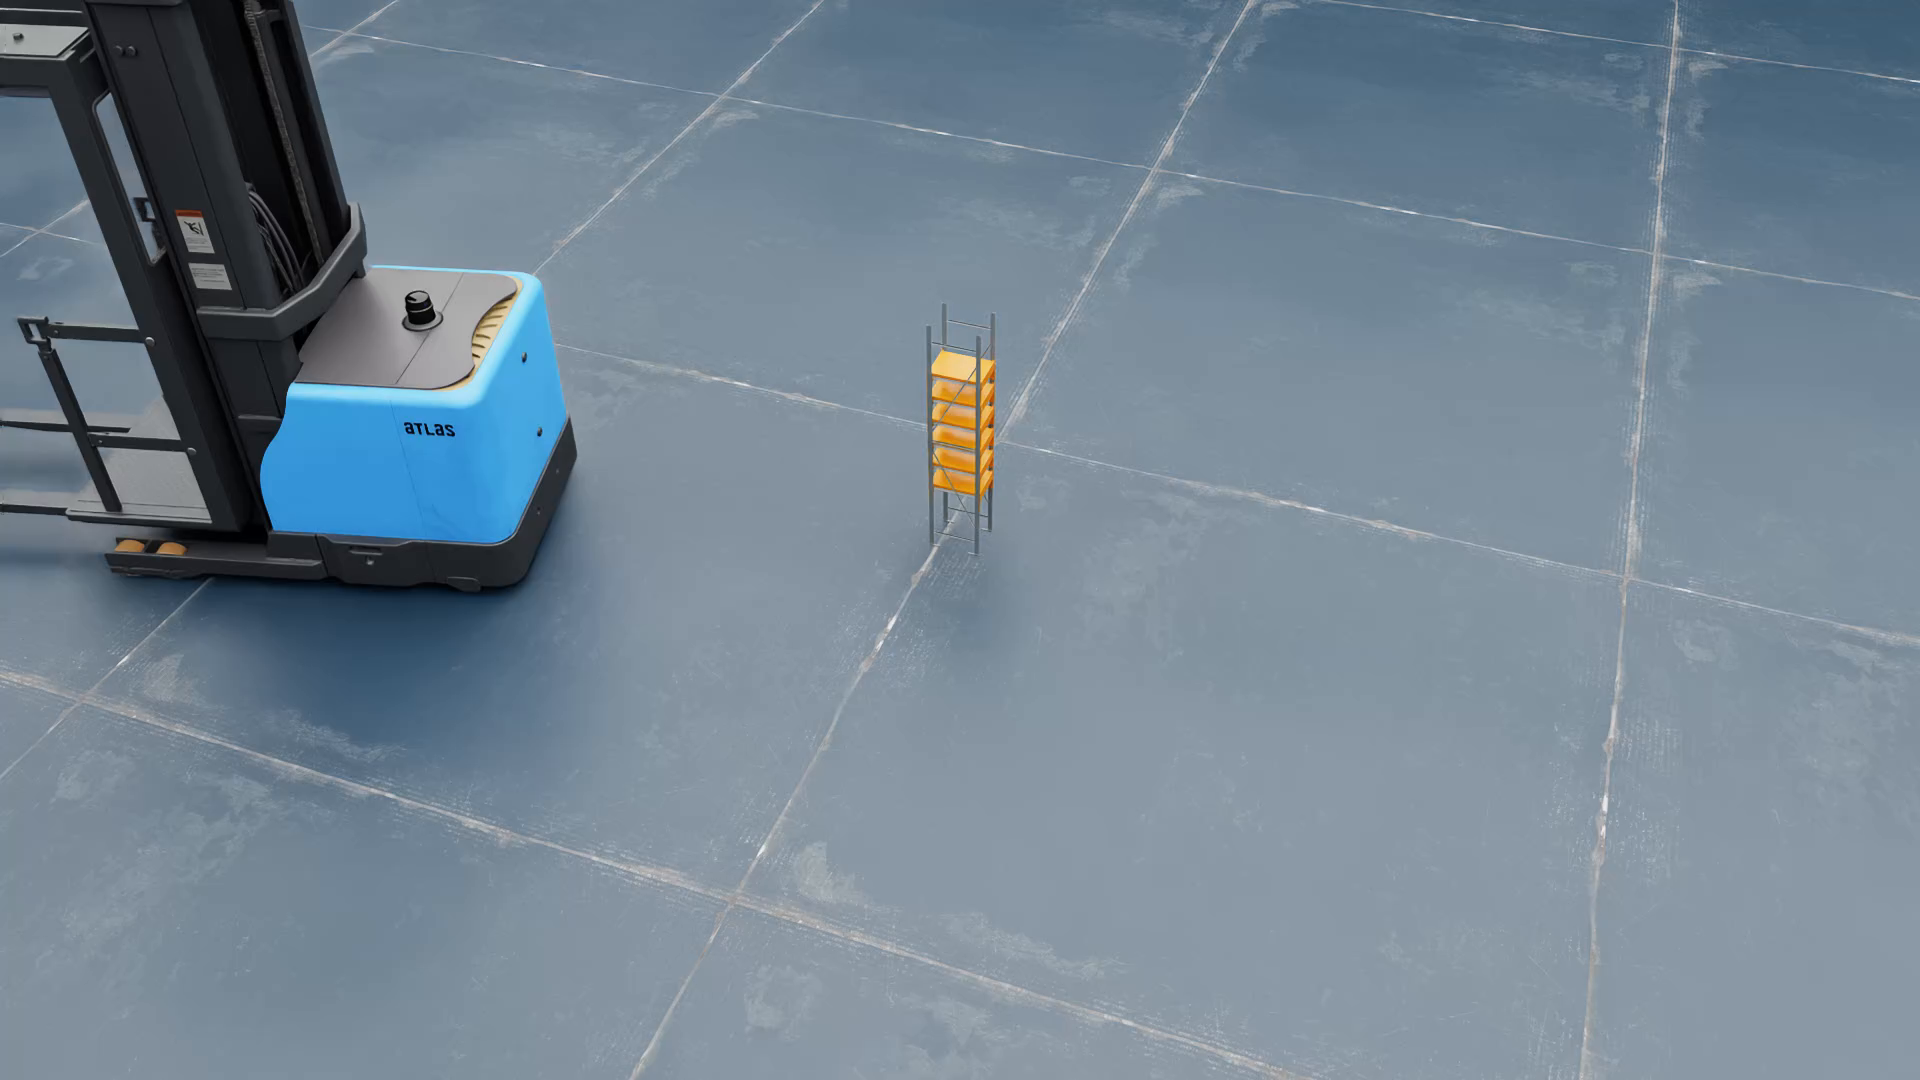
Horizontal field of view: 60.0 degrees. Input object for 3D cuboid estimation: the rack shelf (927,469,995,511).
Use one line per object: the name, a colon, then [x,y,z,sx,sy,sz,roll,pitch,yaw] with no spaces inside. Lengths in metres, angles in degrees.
rack shelf: [0.005,-0.249,7.509,0.258,0.103,0.180,13,42,15]

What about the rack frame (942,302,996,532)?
rack frame: [0.036,-0.521,7.390,0.240,1.200,0.006,13,42,15]

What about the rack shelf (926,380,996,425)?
rack shelf: [0.005,-0.614,7.198,0.258,0.103,0.180,13,42,15]

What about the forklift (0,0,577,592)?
forklift: [-3.405,-1.278,6.943,3.031,2.935,1.130,3,41,4]

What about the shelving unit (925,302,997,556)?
shelving unit: [0.005,-0.465,7.325,0.258,1.200,0.189,13,42,15]

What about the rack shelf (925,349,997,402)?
rack shelf: [0.005,-0.705,7.120,0.258,0.103,0.180,13,42,15]

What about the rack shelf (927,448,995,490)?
rack shelf: [0.005,-0.340,7.431,0.258,0.103,0.180,13,42,15]

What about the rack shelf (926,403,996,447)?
rack shelf: [0.005,-0.523,7.275,0.258,0.103,0.180,13,42,15]

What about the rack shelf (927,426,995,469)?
rack shelf: [0.005,-0.431,7.353,0.258,0.103,0.180,13,42,15]

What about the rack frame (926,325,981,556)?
rack frame: [-0.026,-0.409,7.259,0.240,1.200,0.006,13,42,15]
